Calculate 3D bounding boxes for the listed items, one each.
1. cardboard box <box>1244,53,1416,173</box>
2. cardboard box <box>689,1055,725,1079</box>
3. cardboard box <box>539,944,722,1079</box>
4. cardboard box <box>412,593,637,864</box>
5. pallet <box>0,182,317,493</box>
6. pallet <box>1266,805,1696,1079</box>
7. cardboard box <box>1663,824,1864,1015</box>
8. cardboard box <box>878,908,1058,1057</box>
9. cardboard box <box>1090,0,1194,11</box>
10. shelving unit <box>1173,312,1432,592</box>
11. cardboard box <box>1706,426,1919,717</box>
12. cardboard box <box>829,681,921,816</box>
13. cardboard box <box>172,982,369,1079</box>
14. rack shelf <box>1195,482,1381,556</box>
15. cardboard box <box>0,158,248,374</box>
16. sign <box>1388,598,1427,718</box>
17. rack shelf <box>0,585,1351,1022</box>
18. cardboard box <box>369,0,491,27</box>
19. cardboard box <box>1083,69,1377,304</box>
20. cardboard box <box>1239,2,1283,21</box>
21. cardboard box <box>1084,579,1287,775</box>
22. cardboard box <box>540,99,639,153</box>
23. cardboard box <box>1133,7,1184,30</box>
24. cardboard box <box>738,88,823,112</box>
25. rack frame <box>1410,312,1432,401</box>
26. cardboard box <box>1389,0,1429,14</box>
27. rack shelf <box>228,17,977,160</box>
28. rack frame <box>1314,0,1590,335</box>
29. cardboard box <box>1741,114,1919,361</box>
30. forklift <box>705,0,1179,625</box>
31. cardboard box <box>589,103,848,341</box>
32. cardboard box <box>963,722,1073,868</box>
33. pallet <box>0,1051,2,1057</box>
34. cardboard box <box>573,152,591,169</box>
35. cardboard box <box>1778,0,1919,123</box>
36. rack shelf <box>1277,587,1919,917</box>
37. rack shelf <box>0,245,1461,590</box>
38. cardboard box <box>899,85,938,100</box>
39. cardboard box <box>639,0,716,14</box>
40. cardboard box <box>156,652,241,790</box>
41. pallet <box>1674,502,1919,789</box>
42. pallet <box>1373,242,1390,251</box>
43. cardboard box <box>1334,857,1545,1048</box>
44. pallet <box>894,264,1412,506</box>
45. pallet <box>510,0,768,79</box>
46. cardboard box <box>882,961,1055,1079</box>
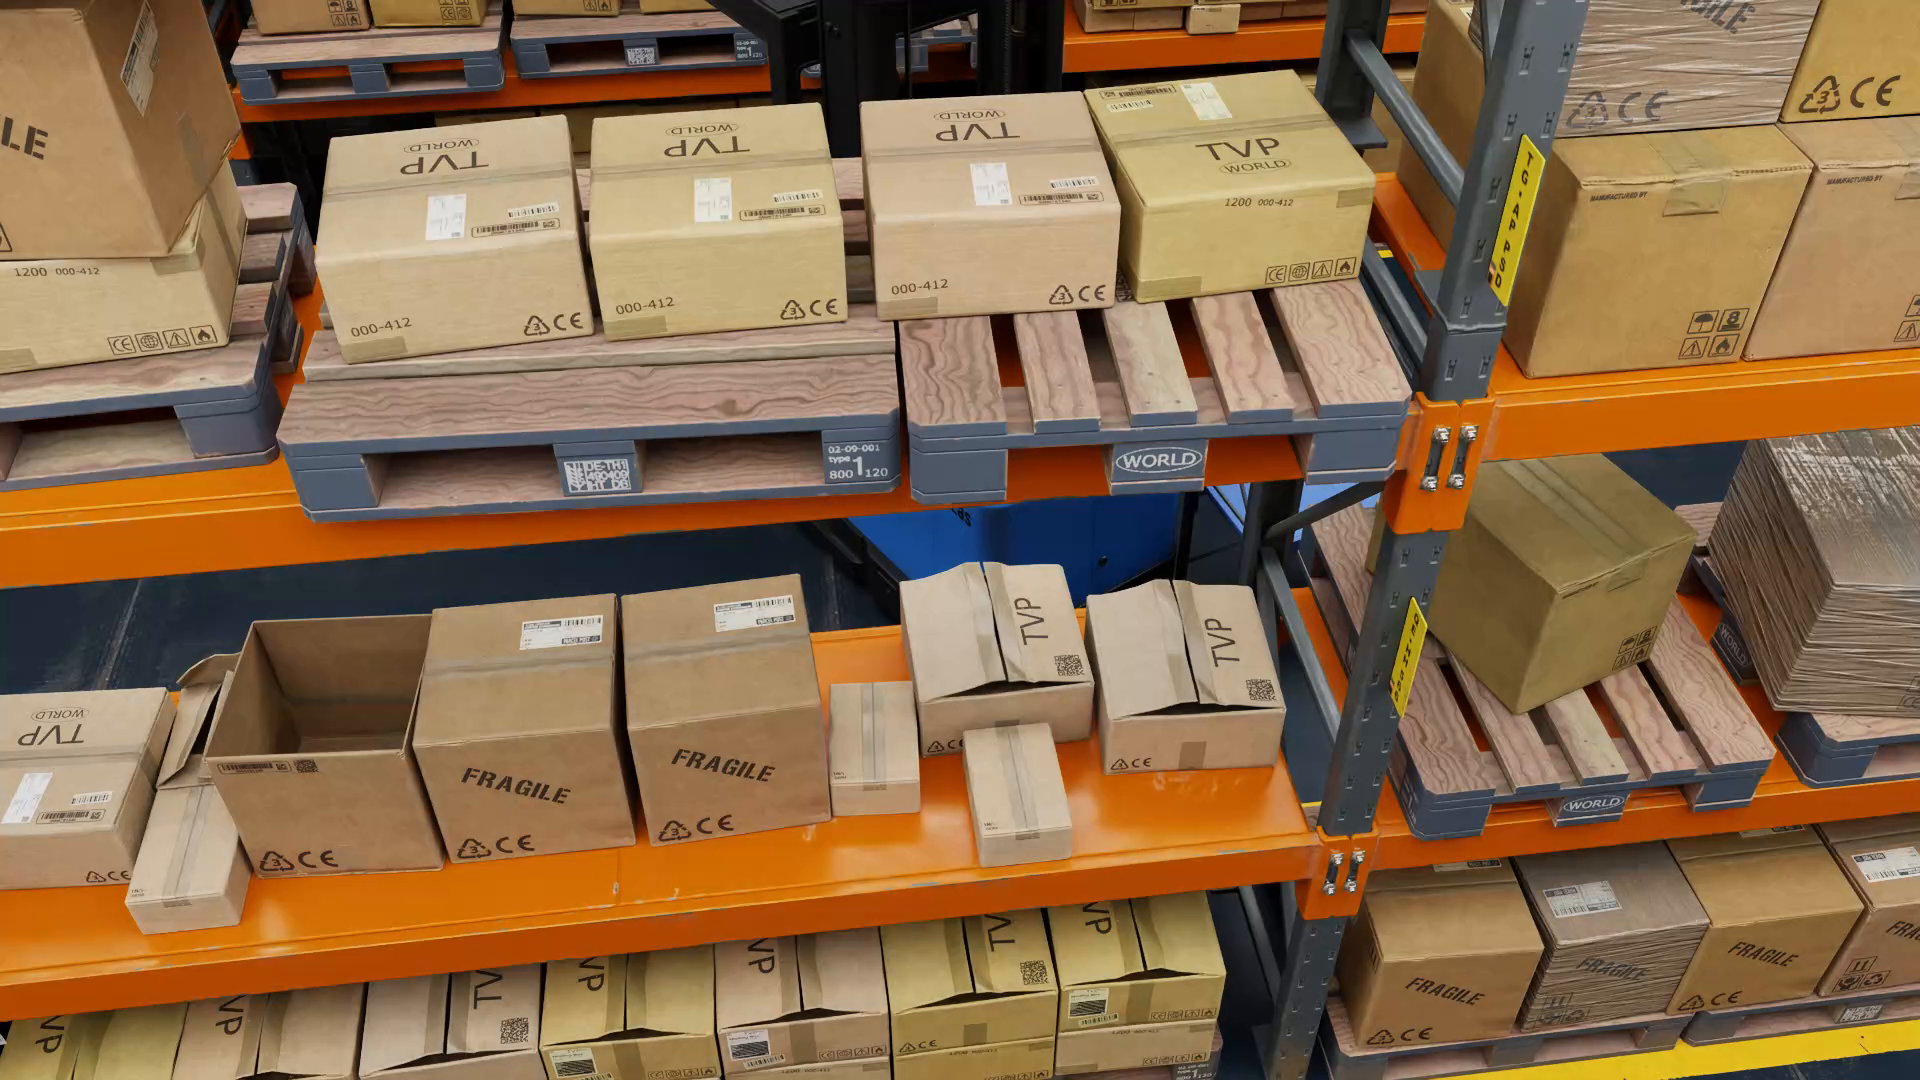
[{"bbox_3d":[1.981,-2.345,9.117,0.750,0.750,0.750,-5,42,-6],"label":"cardboard box"},{"bbox_3d":[-0.998,1.559,5.237,0.500,0.250,0.500,-4,42,-5],"label":"cardboard box"},{"bbox_3d":[-0.989,1.350,5.049,0.500,0.311,0.500,-4,42,-4],"label":"cardboard box"},{"bbox_3d":[-1.172,0.516,4.579,0.500,0.500,0.500,-5,42,-5],"label":"cardboard box"},{"bbox_3d":[-2.082,-0.430,3.606,1.217,0.209,0.805,-7,42,-7],"label":"pallet"},{"bbox_3d":[1.757,1.346,5.815,1.213,0.211,1.003,-5,42,-6],"label":"pallet"},{"bbox_3d":[2.516,1.176,5.459,0.500,0.500,0.500,-6,42,-6],"label":"cardboard box"},{"bbox_3d":[0.009,1.266,5.143,0.500,0.311,0.500,-6,42,-6],"label":"cardboard box"},{"bbox_3d":[0.880,-2.966,8.202,0.500,0.500,0.500,-4,42,-4],"label":"cardboard box"},{"bbox_3d":[1.503,-0.300,6.678,1.048,1.500,0.538,-15,44,-16],"label":"shelving unit"},{"bbox_3d":[2.553,0.076,4.754,0.500,0.500,0.700,2,42,3],"label":"cardboard box"},{"bbox_3d":[-0.246,0.592,4.757,0.250,0.149,0.380,-2,42,-2],"label":"cardboard box"},{"bbox_3d":[-2.016,1.444,4.945,0.500,0.311,0.500,-5,42,-6],"label":"cardboard box"},{"bbox_3d":[1.503,-0.167,6.799,1.000,0.185,0.538,-15,44,-16],"label":"rack shelf"},{"bbox_3d":[-1.798,-0.613,3.464,0.500,0.250,0.500,-9,43,-10],"label":"cardboard box"},{"bbox_3d":[1.087,0.289,4.041,0.005,0.325,0.100,-5,42,-6],"label":"sign"},{"bbox_3d":[-0.972,0.792,4.885,4.000,0.370,1.077,-5,42,-6],"label":"rack shelf"},{"bbox_3d":[-2.537,-2.857,7.990,0.500,0.500,0.700,-1,42,-1],"label":"cardboard box"},{"bbox_3d":[0.569,-0.787,3.657,0.500,0.250,0.500,-8,43,-9],"label":"cardboard box"},{"bbox_3d":[1.481,-2.814,8.518,0.250,0.149,0.380,-5,42,-6],"label":"cardboard box"},{"bbox_3d":[0.645,0.386,4.864,0.500,0.311,0.500,-3,42,-3],"label":"cardboard box"},{"bbox_3d":[-1.922,-2.268,8.718,0.500,0.250,0.500,-6,42,-7],"label":"cardboard box"},{"bbox_3d":[0.973,-2.744,8.440,0.250,0.149,0.380,-4,42,-5],"label":"cardboard box"},{"bbox_3d":[-0.915,-2.347,8.806,0.500,0.250,0.500,-4,42,-5],"label":"cardboard box"},{"bbox_3d":[1.977,-0.423,6.815,0.032,1.500,0.500,-15,44,-16],"label":"rack frame"},{"bbox_3d":[2.241,-2.868,8.578,0.250,0.149,0.380,-5,42,-5],"label":"cardboard box"},{"bbox_3d":[-1.618,-2.498,8.532,4.000,0.370,1.077,-5,42,-6],"label":"rack shelf"},{"bbox_3d":[1.011,-1.877,2.827,0.127,3.000,1.000,-5,42,-6],"label":"rack frame"},{"bbox_3d":[1.945,-0.905,3.915,0.500,0.500,0.910,-5,42,-6],"label":"cardboard box"},{"bbox_3d":[-0.369,-1.425,6.857,1.130,2.935,3.031,-26,48,-26],"label":"forklift"},{"bbox_3d":[-0.517,-0.687,3.546,0.500,0.250,0.500,-6,42,-6],"label":"cardboard box"},{"bbox_3d":[0.155,0.706,4.631,0.250,0.149,0.380,-5,42,-6],"label":"cardboard box"},{"bbox_3d":[-3.749,1.775,5.340,1.213,0.211,1.003,-5,42,-6],"label":"pallet"},{"bbox_3d":[-1.856,-1.997,8.978,0.500,0.500,0.700,-5,42,-5],"label":"cardboard box"},{"bbox_3d":[1.950,-1.250,3.550,0.500,0.500,0.500,-5,42,-6],"label":"cardboard box"},{"bbox_3d":[2.994,0.444,5.270,4.000,0.370,1.077,-5,42,-6],"label":"rack shelf"},{"bbox_3d":[-0.972,-0.322,3.880,4.000,0.370,1.077,-5,42,-6],"label":"rack shelf"},{"bbox_3d":[-0.342,-2.077,9.066,0.500,0.500,0.700,-4,42,-5],"label":"cardboard box"},{"bbox_3d":[-1.332,-2.969,8.114,0.500,0.500,0.700,-5,42,-6],"label":"cardboard box"},{"bbox_3d":[-2.107,0.550,4.717,0.258,0.266,0.396,-6,42,-7],"label":"cardboard box"},{"bbox_3d":[2.939,0.250,5.092,1.213,0.211,1.003,-5,42,-6],"label":"pallet"},{"bbox_3d":[2.364,-2.026,9.553,1.213,0.211,1.003,-5,42,-6],"label":"pallet"},{"bbox_3d":[1.500,1.266,5.360,0.500,0.500,0.500,-3,42,-4],"label":"cardboard box"},{"bbox_3d":[0.350,-0.575,3.764,1.003,0.211,1.213,-3,42,-4],"label":"pallet"},{"bbox_3d":[-1.592,-2.669,8.327,1.213,0.211,1.003,-5,42,-6],"label":"pallet"},{"bbox_3d":[0.011,1.471,5.335,0.500,0.250,0.500,-5,42,-6],"label":"cardboard box"}]
